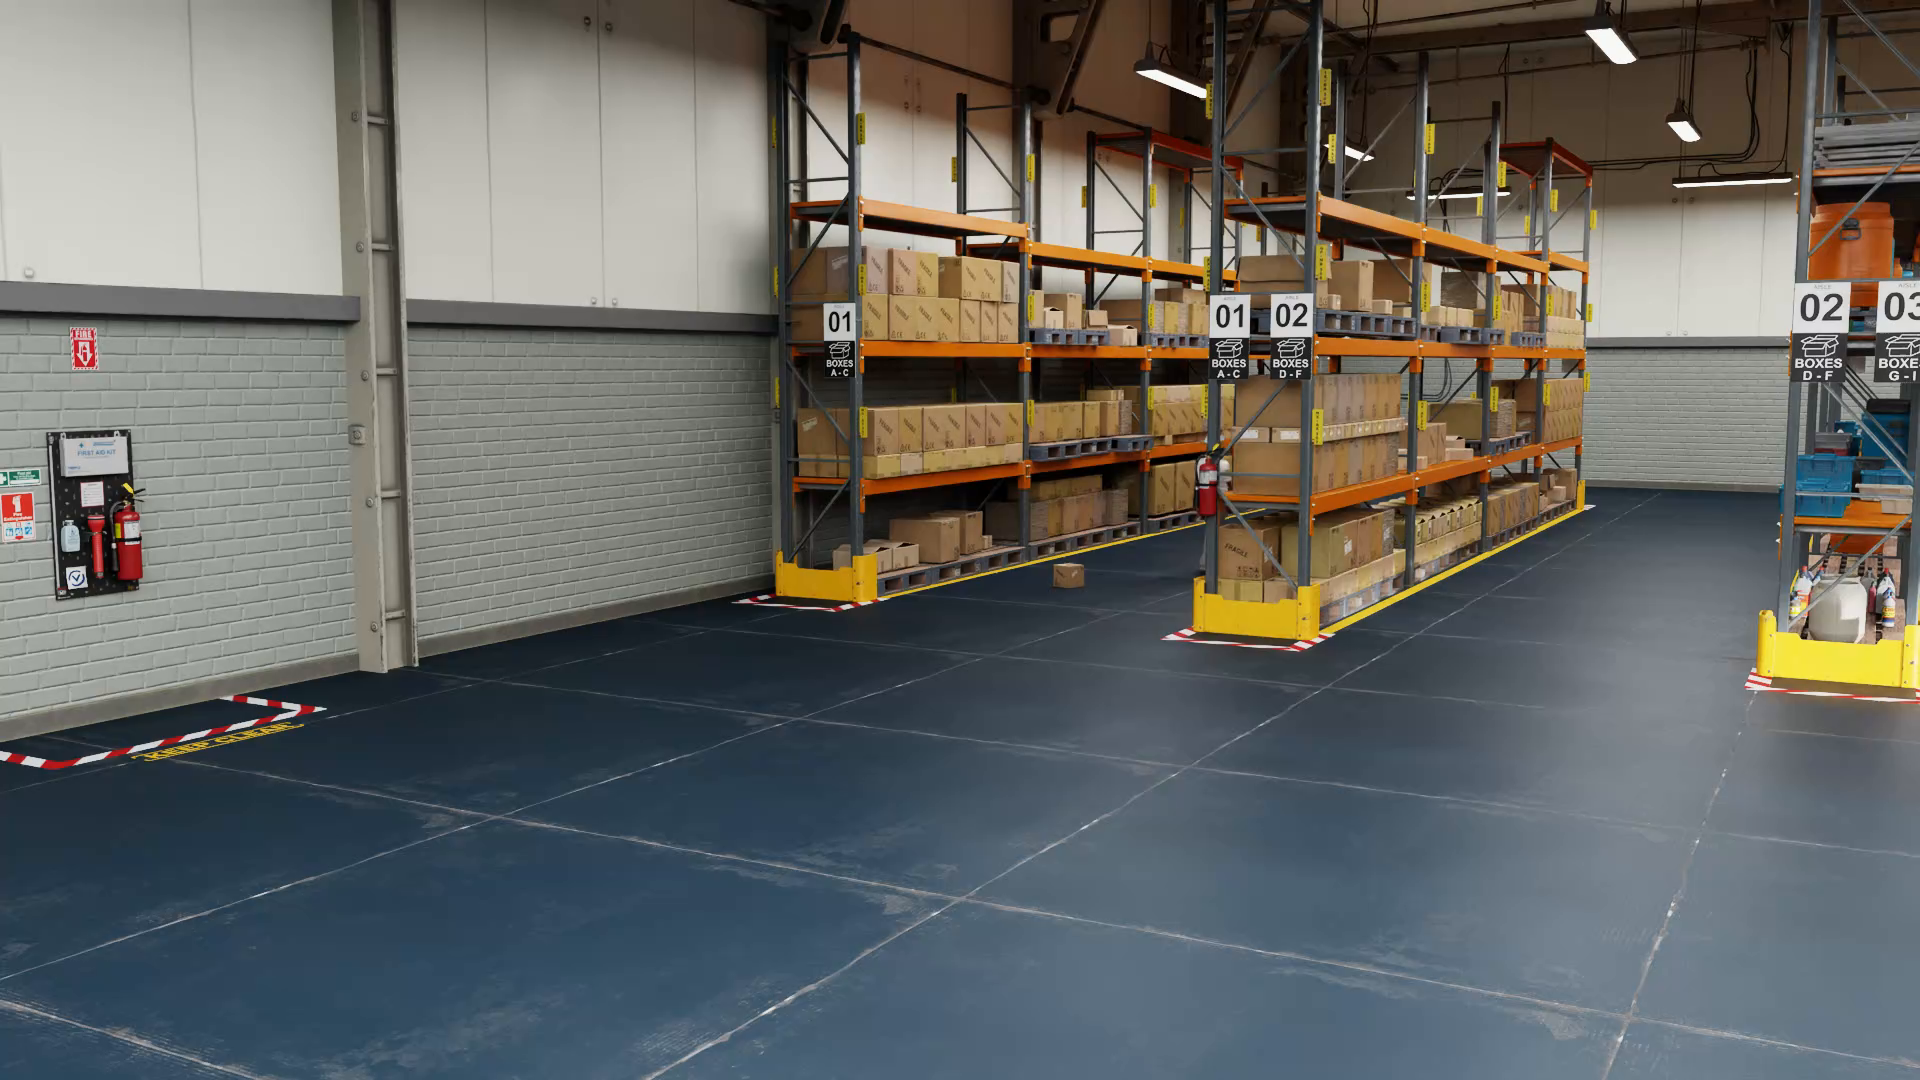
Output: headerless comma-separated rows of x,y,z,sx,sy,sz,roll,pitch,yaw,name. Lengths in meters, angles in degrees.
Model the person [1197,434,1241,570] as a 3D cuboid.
3.180,-0.431,20.410,0.706,1.734,0.464,-6,8,-42,person
